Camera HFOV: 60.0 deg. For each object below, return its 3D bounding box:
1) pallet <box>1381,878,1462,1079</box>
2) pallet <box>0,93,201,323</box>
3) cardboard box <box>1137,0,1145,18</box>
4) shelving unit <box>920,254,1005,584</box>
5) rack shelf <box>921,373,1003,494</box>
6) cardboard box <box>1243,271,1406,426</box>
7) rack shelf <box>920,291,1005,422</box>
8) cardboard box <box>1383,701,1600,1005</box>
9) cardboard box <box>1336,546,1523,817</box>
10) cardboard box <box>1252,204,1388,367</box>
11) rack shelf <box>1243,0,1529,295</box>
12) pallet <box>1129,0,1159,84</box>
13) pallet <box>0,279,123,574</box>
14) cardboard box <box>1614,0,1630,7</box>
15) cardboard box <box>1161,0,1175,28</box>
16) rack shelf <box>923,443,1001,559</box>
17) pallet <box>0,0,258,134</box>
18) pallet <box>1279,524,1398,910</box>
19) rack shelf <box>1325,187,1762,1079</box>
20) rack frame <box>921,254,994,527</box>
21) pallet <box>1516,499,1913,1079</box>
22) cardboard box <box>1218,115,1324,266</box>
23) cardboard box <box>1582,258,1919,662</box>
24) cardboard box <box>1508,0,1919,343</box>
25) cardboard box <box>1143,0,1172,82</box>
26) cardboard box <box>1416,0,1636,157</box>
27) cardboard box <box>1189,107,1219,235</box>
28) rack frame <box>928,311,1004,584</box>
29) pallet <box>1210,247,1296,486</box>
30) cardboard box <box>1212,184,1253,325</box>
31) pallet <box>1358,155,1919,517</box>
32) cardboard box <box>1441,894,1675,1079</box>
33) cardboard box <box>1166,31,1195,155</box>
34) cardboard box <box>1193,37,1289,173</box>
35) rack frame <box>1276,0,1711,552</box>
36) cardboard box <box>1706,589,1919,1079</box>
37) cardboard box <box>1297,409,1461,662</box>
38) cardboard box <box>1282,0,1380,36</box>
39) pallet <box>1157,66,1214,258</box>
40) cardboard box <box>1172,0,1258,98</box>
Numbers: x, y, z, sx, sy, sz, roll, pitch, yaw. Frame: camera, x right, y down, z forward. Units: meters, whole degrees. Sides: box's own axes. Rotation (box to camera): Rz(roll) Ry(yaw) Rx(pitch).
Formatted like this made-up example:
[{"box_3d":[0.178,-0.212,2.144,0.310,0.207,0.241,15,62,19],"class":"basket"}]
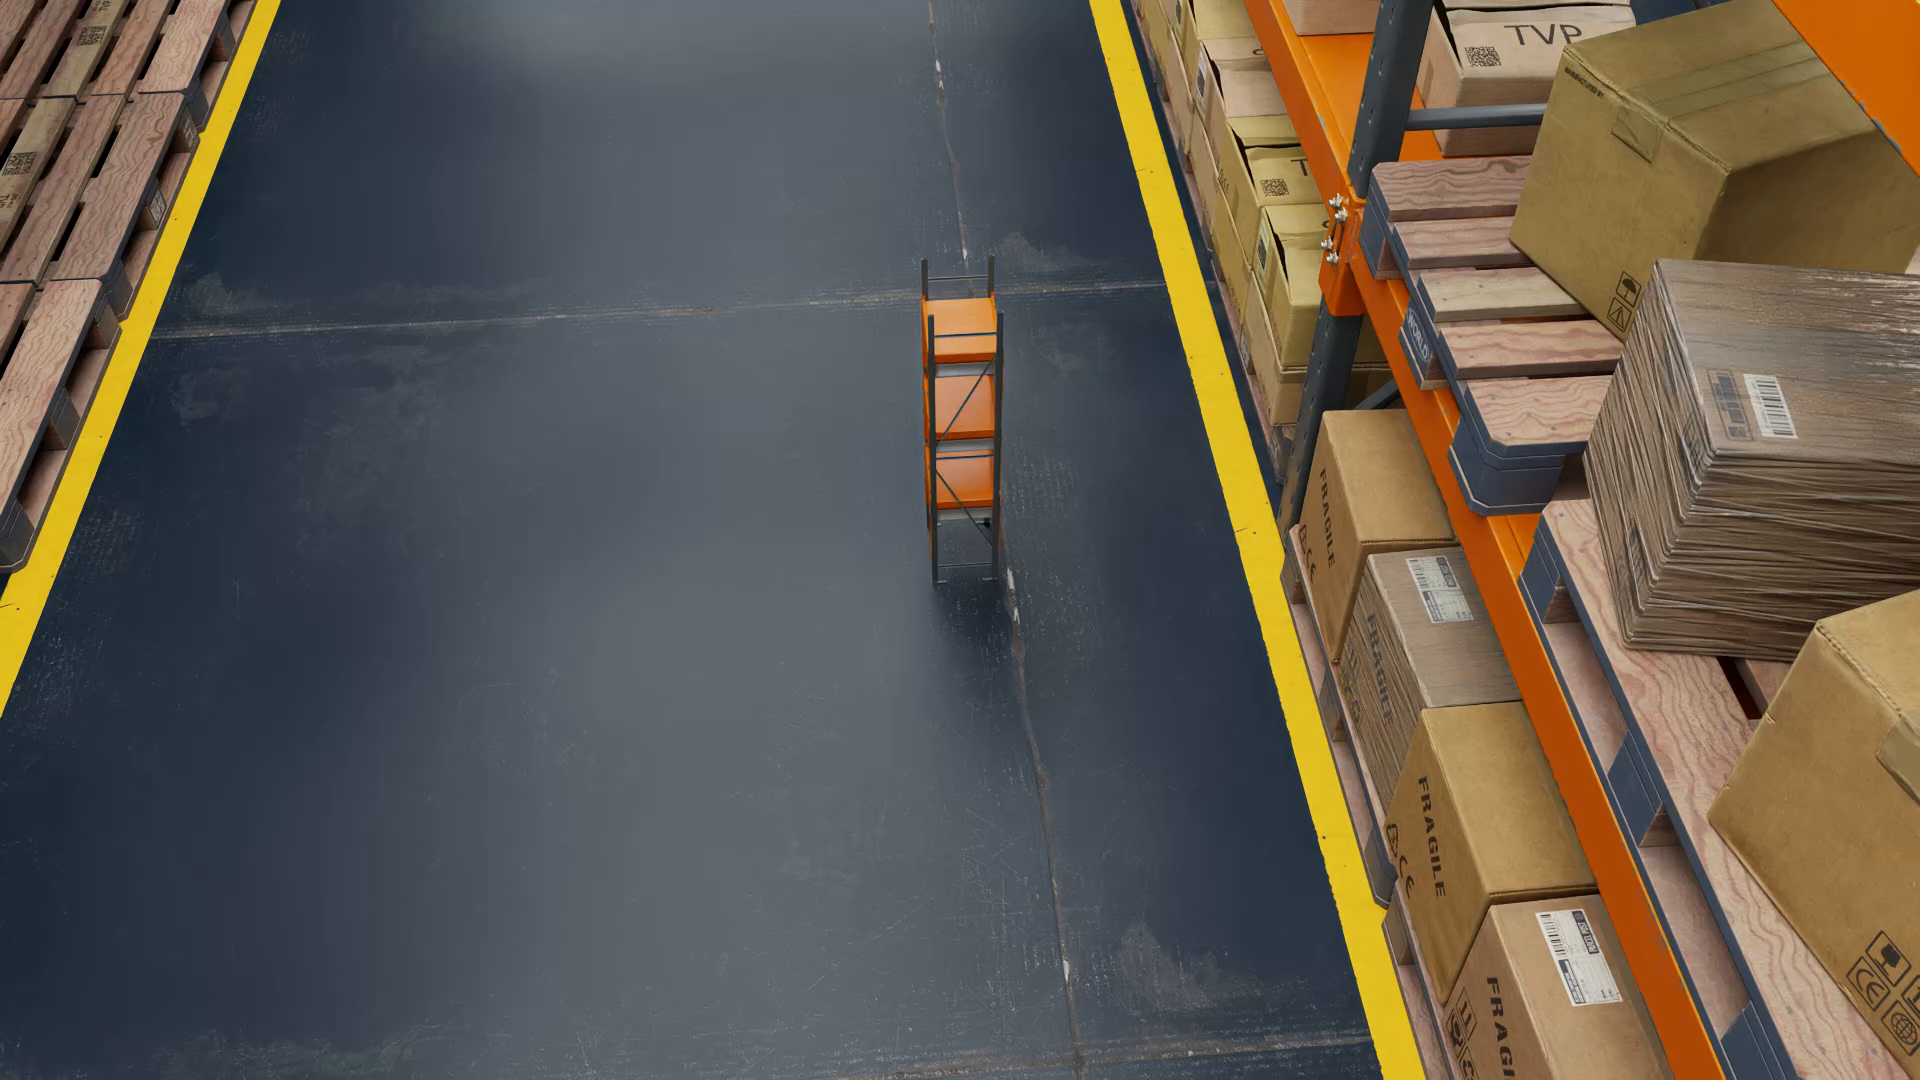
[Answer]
[{"box_3d":[1.634,1.311,3.863,1.003,0.211,1.213,-3,47,-3],"class":"pallet"},{"box_3d":[-3.551,-1.257,6.295,1.003,0.211,1.213,-3,47,-3],"class":"pallet"},{"box_3d":[1.004,-2.487,7.144,0.500,0.250,0.500,-2,47,-2],"class":"cardboard box"},{"box_3d":[0.004,-0.322,4.832,0.215,1.050,0.252,-3,47,-3],"class":"shelving unit"},{"box_3d":[0.004,-0.315,4.840,0.215,0.259,0.240,-3,47,-3],"class":"rack shelf"},{"box_3d":[1.223,-0.635,5.390,0.500,0.250,0.500,-2,47,-2],"class":"cardboard box"},{"box_3d":[0.004,-0.510,4.634,0.215,0.259,0.240,-3,47,-3],"class":"rack shelf"},{"box_3d":[1.350,0.726,3.915,0.500,0.500,0.500,-4,47,-4],"class":"cardboard box"},{"box_3d":[1.313,0.363,4.259,0.500,0.500,0.500,-5,47,-5],"class":"cardboard box"},{"box_3d":[1.221,-0.826,5.185,0.500,0.311,0.500,-2,47,-2],"class":"cardboard box"},{"box_3d":[1.343,-2.270,5.830,1.077,0.370,4.000,-3,47,-3],"class":"rack shelf"},{"box_3d":[1.276,-2.475,7.449,1.003,0.211,1.213,-3,47,-3],"class":"pallet"},{"box_3d":[-3.452,-0.376,5.461,1.003,0.211,1.213,-3,47,-3],"class":"pallet"},{"box_3d":[1.629,-1.699,4.854,0.500,0.311,0.500,-4,47,-4],"class":"cardboard box"},{"box_3d":[1.043,-2.305,6.586,0.500,0.311,0.500,-5,47,-5],"class":"cardboard box"},{"box_3d":[0.004,-0.124,5.042,0.215,0.259,0.240,-3,47,-3],"class":"rack shelf"},{"box_3d":[-3.656,-2.142,7.133,1.003,0.211,1.213,-3,47,-3],"class":"pallet"},{"box_3d":[1.535,0.431,4.697,1.003,0.211,1.213,-3,47,-3],"class":"pallet"},{"box_3d":[1.678,0.624,3.089,1.077,0.370,4.000,-3,47,-3],"class":"rack shelf"},{"box_3d":[-0.006,-0.411,4.916,0.200,1.050,0.008,-3,47,-3],"class":"rack frame"},{"box_3d":[1.678,0.402,2.936,1.003,0.211,1.213,-3,47,-3],"class":"pallet"},{"box_3d":[1.171,-1.202,5.541,0.500,0.311,0.500,-4,47,-4],"class":"cardboard box"},{"box_3d":[1.562,-0.127,2.947,0.700,0.500,0.500,4,47,4],"class":"cardboard box"},{"box_3d":[1.676,-0.801,3.584,0.700,0.500,0.500,-18,49,-16],"class":"cardboard box"},{"box_3d":[1.050,-2.112,6.789,0.500,0.250,0.500,-5,47,-5],"class":"cardboard box"},{"box_3d":[1.524,-1.306,4.482,0.500,0.311,0.500,-1,47,-1],"class":"cardboard box"},{"box_3d":[1.138,-1.372,6.088,0.500,0.250,0.500,-3,47,-2],"class":"cardboard box"},{"box_3d":[0.015,-0.234,4.749,0.200,1.050,0.008,-3,47,-3],"class":"rack frame"},{"box_3d":[1.480,-0.710,5.777,1.003,0.211,1.213,-3,47,-3],"class":"pallet"},{"box_3d":[1.177,-1.008,5.743,0.500,0.250,0.500,-4,47,-4],"class":"cardboard box"},{"box_3d":[1.637,-0.519,3.807,1.213,0.211,1.003,-3,47,-3],"class":"pallet"},{"box_3d":[1.399,1.103,3.558,0.500,0.500,0.500,-5,47,-5],"class":"cardboard box"},{"box_3d":[1.092,-1.744,6.441,0.500,0.250,0.500,-3,47,-3],"class":"cardboard box"},{"box_3d":[1.132,-1.567,5.887,0.500,0.311,0.500,-4,47,-4],"class":"cardboard box"},{"box_3d":[1.511,-1.071,4.198,1.000,3.000,0.127,-3,47,-3],"class":"rack frame"},{"box_3d":[1.636,0.370,2.476,0.700,0.500,0.500,-14,48,-13],"class":"cardboard box"},{"box_3d":[1.264,-0.016,4.618,0.500,0.500,0.500,-2,47,-2],"class":"cardboard box"},{"box_3d":[1.160,-1.618,4.890,0.380,0.149,0.250,-3,47,-3],"class":"cardboard box"},{"box_3d":[1.381,-1.591,6.611,1.003,0.211,1.213,-3,47,-3],"class":"pallet"},{"box_3d":[1.092,-1.930,6.230,0.500,0.311,0.500,-2,47,-2],"class":"cardboard box"}]
